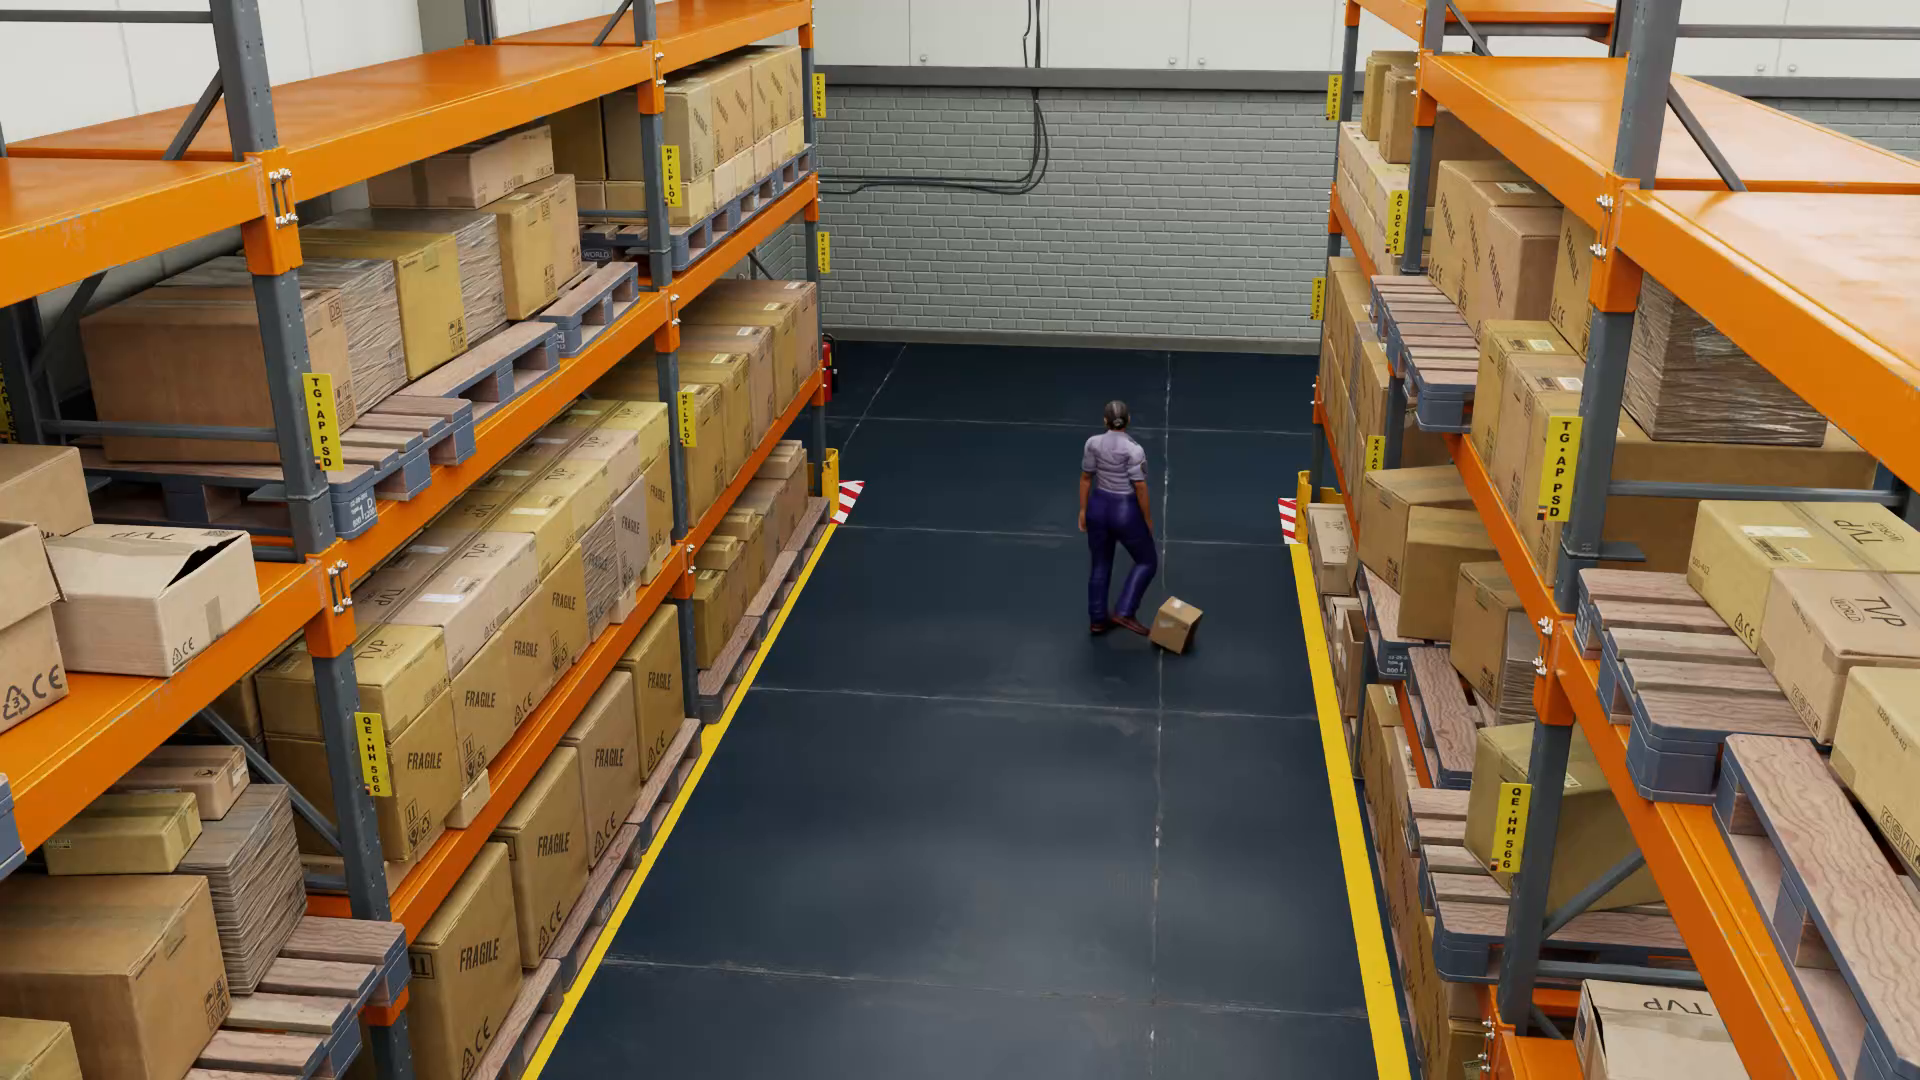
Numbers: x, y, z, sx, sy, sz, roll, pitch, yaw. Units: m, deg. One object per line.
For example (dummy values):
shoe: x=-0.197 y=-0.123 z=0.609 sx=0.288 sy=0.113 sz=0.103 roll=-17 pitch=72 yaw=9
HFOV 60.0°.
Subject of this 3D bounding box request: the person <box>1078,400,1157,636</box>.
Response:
person: x=1.093 y=-0.138 z=11.412 sx=0.650 sy=1.641 sz=0.449 roll=15 pitch=26 yaw=33
